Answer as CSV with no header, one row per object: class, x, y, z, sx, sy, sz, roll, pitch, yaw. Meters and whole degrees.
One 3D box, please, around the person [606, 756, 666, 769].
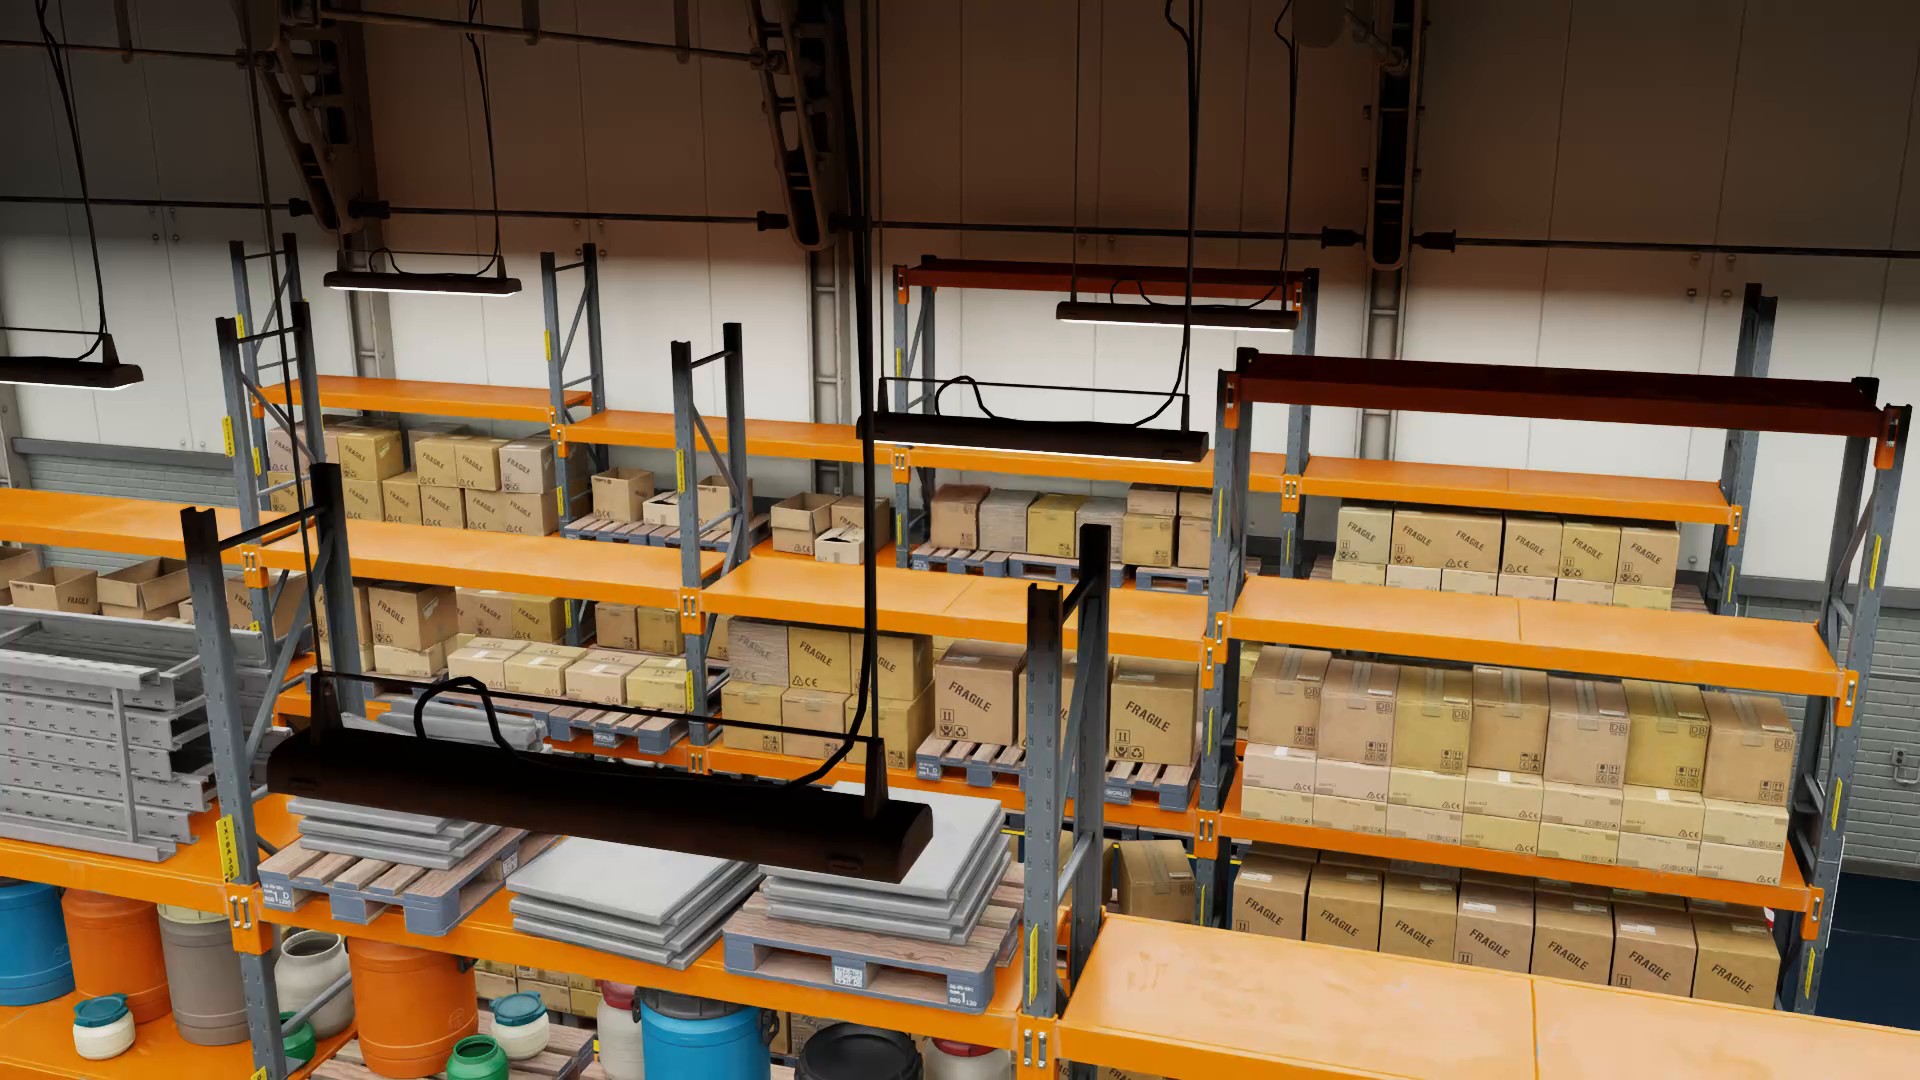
person,-3.386,2.291,17.337,0.762,1.812,0.571,5,17,18
